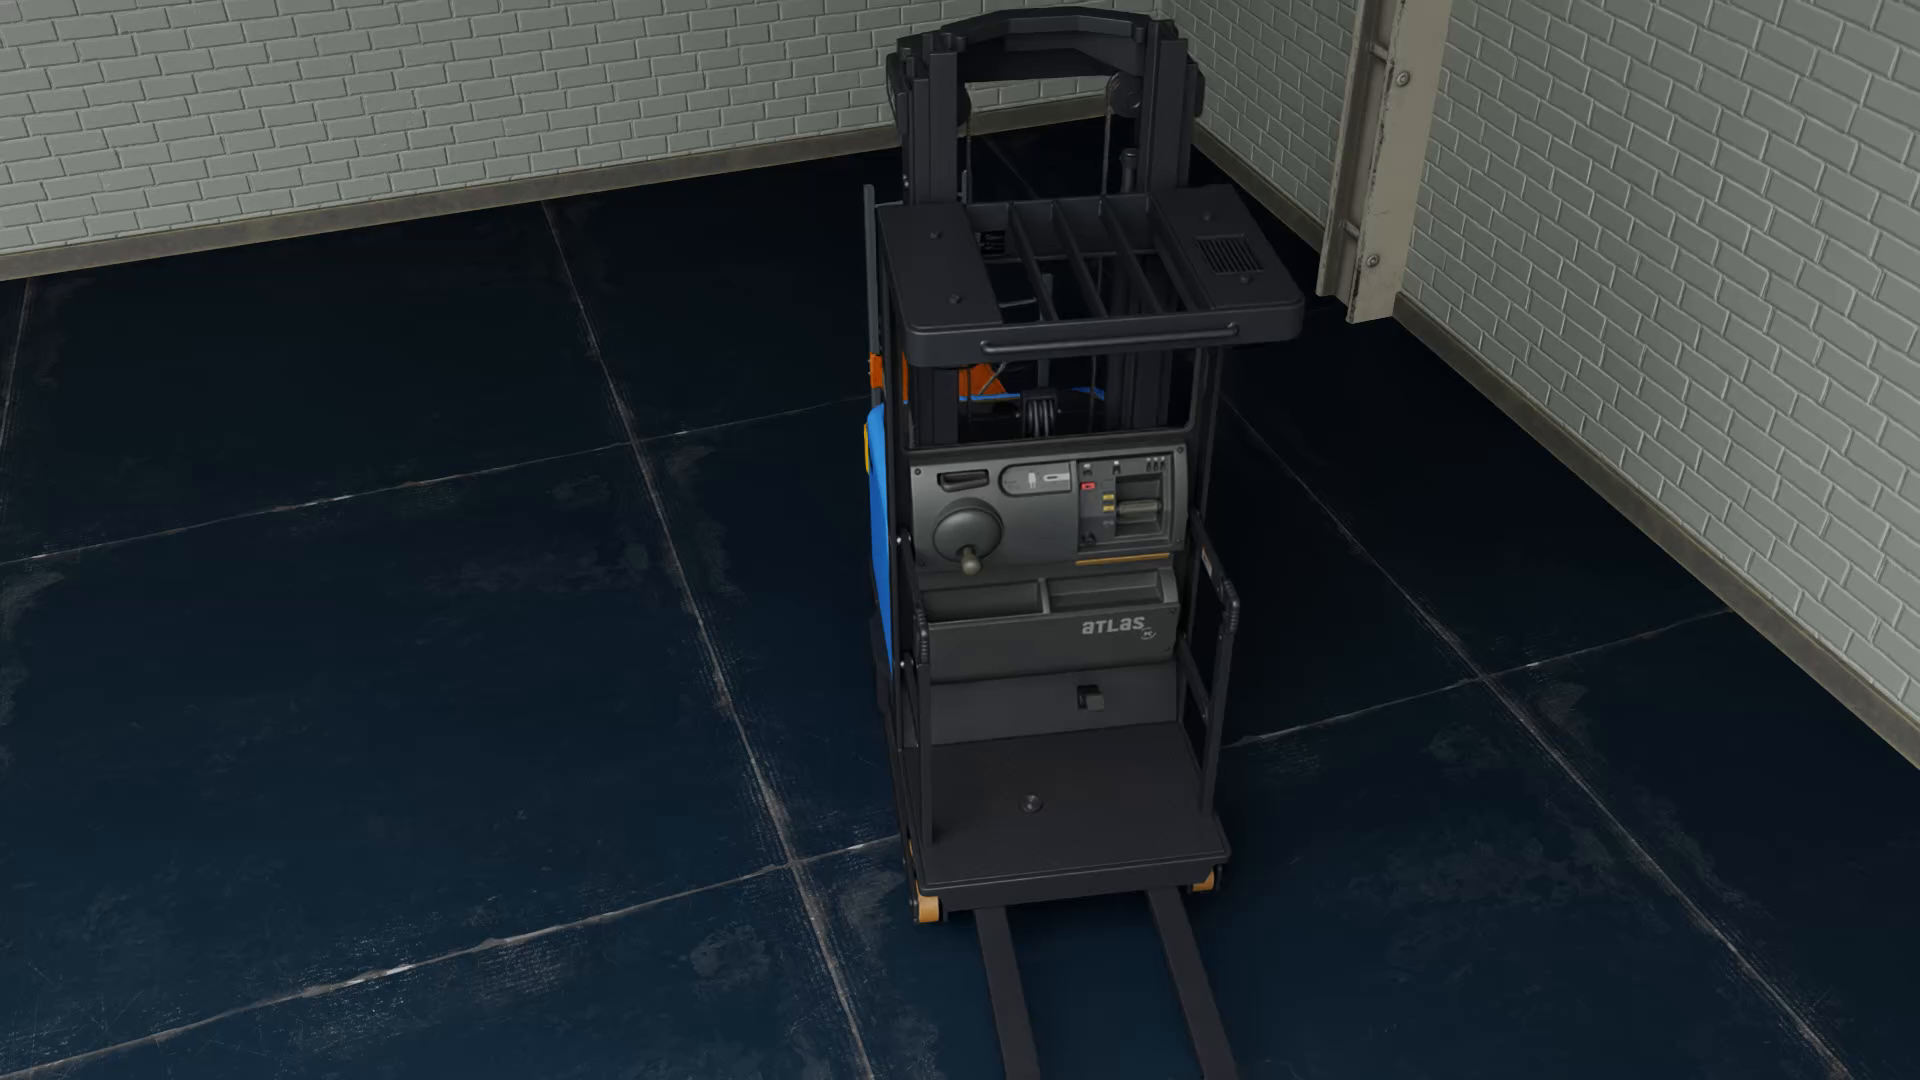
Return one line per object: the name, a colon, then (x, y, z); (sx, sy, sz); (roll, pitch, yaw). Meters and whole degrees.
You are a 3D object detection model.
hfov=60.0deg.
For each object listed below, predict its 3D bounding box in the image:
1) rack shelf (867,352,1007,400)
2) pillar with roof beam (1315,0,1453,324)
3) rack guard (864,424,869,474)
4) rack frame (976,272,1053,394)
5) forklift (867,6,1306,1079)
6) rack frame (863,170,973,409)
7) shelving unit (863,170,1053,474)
rack shelf: (-0.027, -0.571, 7.560); (0.538, 0.185, 1.000); (-11, 38, -14)
pillar with roof beam: (-1.769, -4.063, 5.665); (9.100, 9.000, 0.400); (-12, 39, -16)
rack guard: (-0.179, -0.495, 8.199); (0.587, 0.250, 0.087); (-11, 38, -14)
rack frame: (0.131, -0.423, 7.066); (0.500, 1.500, 0.032); (-11, 38, -14)
forklift: (0.334, -0.037, 5.363); (1.130, 2.935, 3.031); (-5, 37, -7)
rack frame: (-0.185, -1.005, 7.838); (0.500, 1.500, 0.032); (-11, 38, -14)
shelving unit: (-0.024, -0.709, 7.445); (0.587, 1.500, 1.083); (-11, 38, -14)
